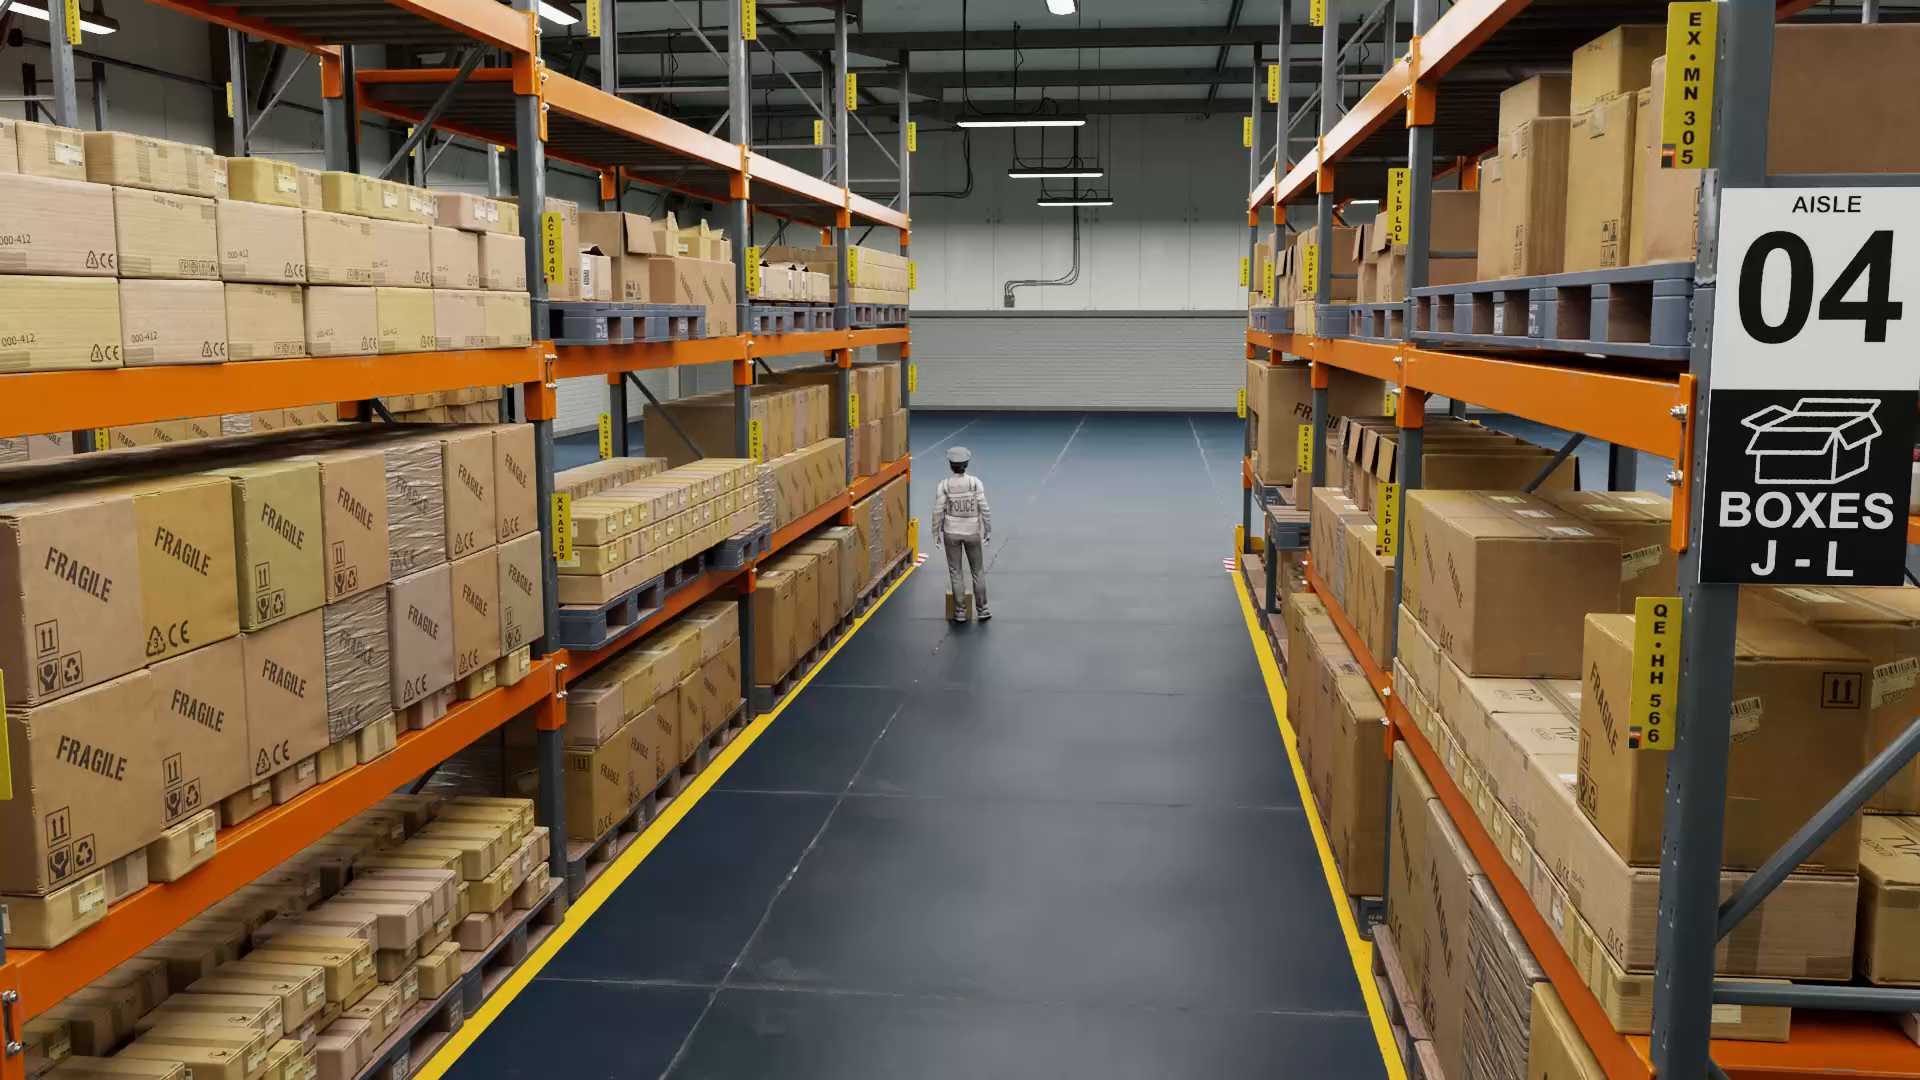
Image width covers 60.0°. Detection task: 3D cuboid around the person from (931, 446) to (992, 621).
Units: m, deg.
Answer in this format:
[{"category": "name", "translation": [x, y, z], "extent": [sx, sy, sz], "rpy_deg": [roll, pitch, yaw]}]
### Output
[{"category": "person", "translation": [0.019, -0.061, 16.060], "extent": [0.588, 1.697, 0.534], "rpy_deg": [0, 8, -1]}]
